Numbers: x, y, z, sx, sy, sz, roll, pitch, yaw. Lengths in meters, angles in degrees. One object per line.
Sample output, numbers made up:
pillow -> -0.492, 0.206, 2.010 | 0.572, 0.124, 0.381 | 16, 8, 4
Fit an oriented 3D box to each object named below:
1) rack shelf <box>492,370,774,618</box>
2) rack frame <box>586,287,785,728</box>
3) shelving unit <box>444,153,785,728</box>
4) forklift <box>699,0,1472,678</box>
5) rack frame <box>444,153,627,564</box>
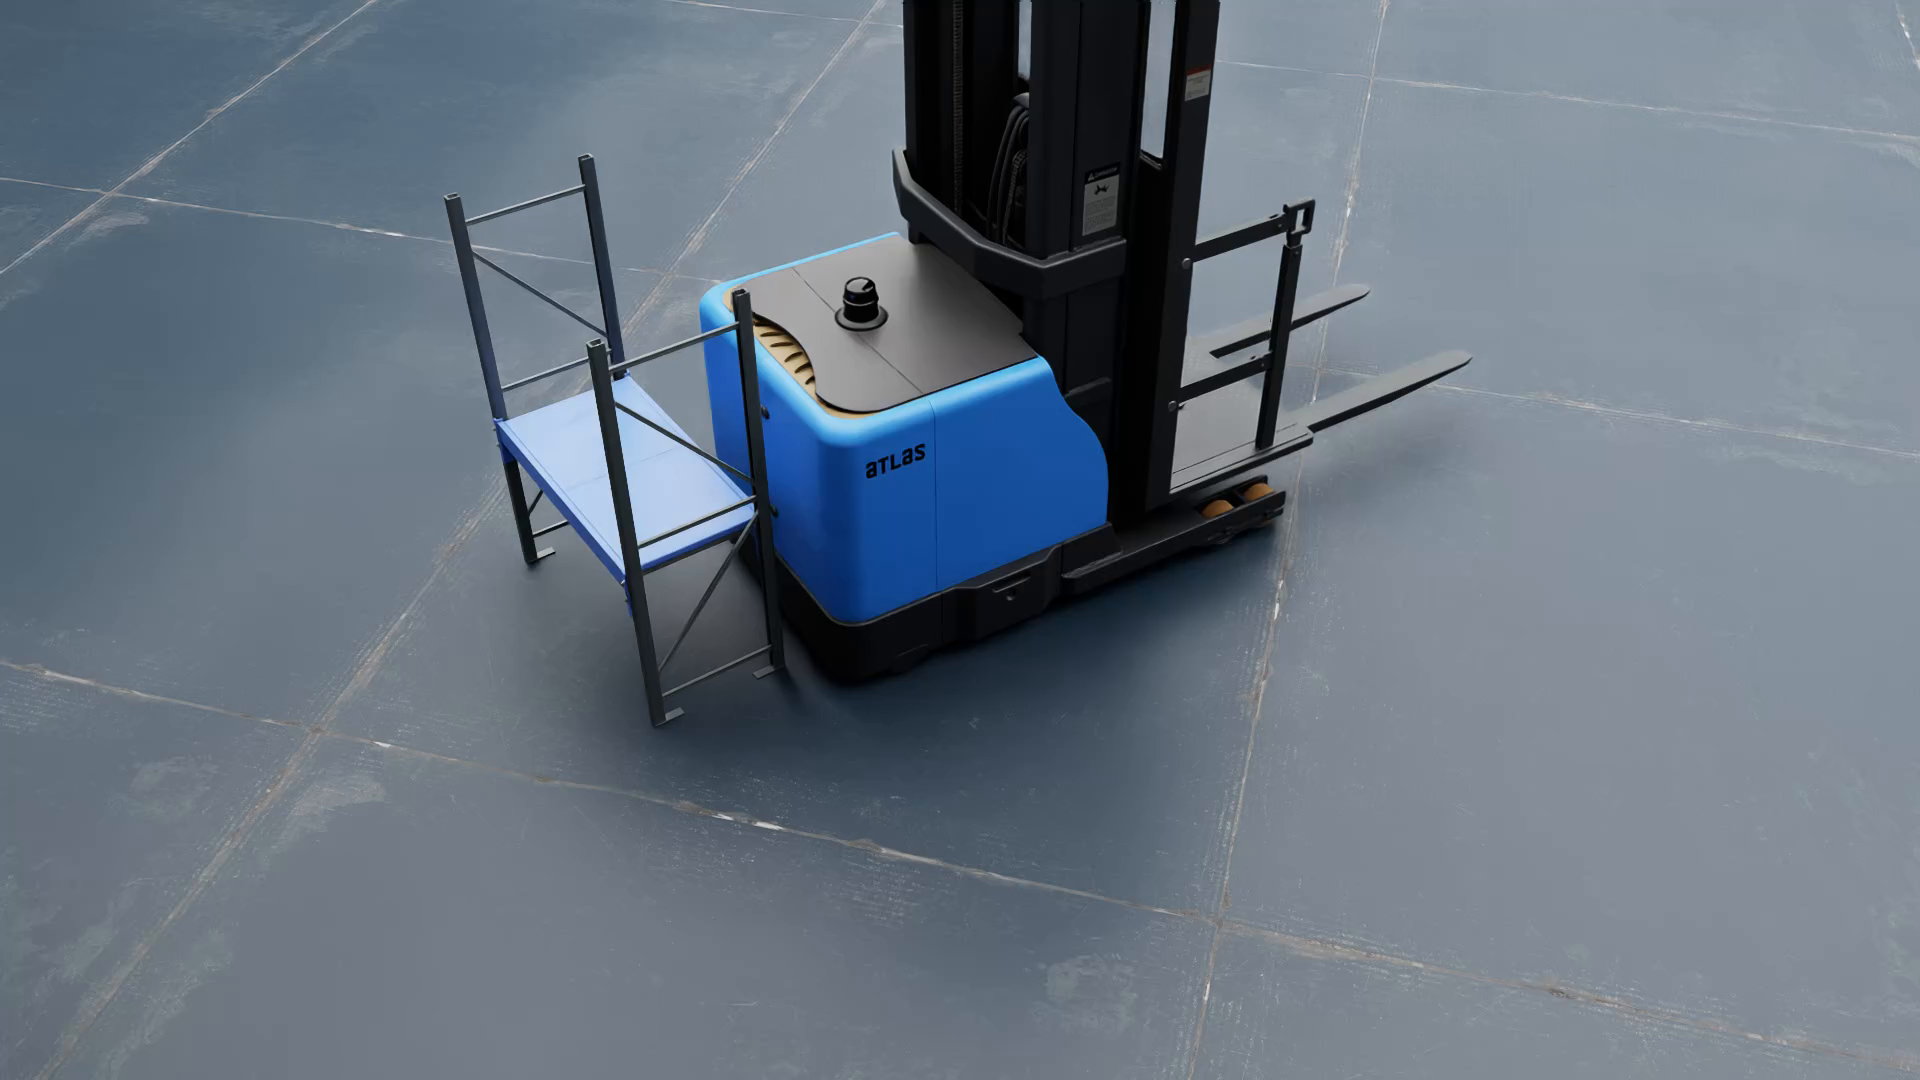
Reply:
rack shelf -> -1.108, -0.181, 5.579 | 0.538, 0.185, 1.000 | -24, 46, -26
rack frame -> -0.815, -0.052, 5.146 | 0.500, 1.500, 0.032 | -24, 46, -26
shelving unit -> -1.108, -0.319, 5.464 | 0.538, 1.500, 1.048 | -24, 46, -26
forklift -> 0.631, -1.374, 5.607 | 3.031, 2.935, 1.130 | -22, 45, -24
rack frame -> -1.402, -0.586, 5.781 | 0.500, 1.500, 0.032 | -24, 46, -26
